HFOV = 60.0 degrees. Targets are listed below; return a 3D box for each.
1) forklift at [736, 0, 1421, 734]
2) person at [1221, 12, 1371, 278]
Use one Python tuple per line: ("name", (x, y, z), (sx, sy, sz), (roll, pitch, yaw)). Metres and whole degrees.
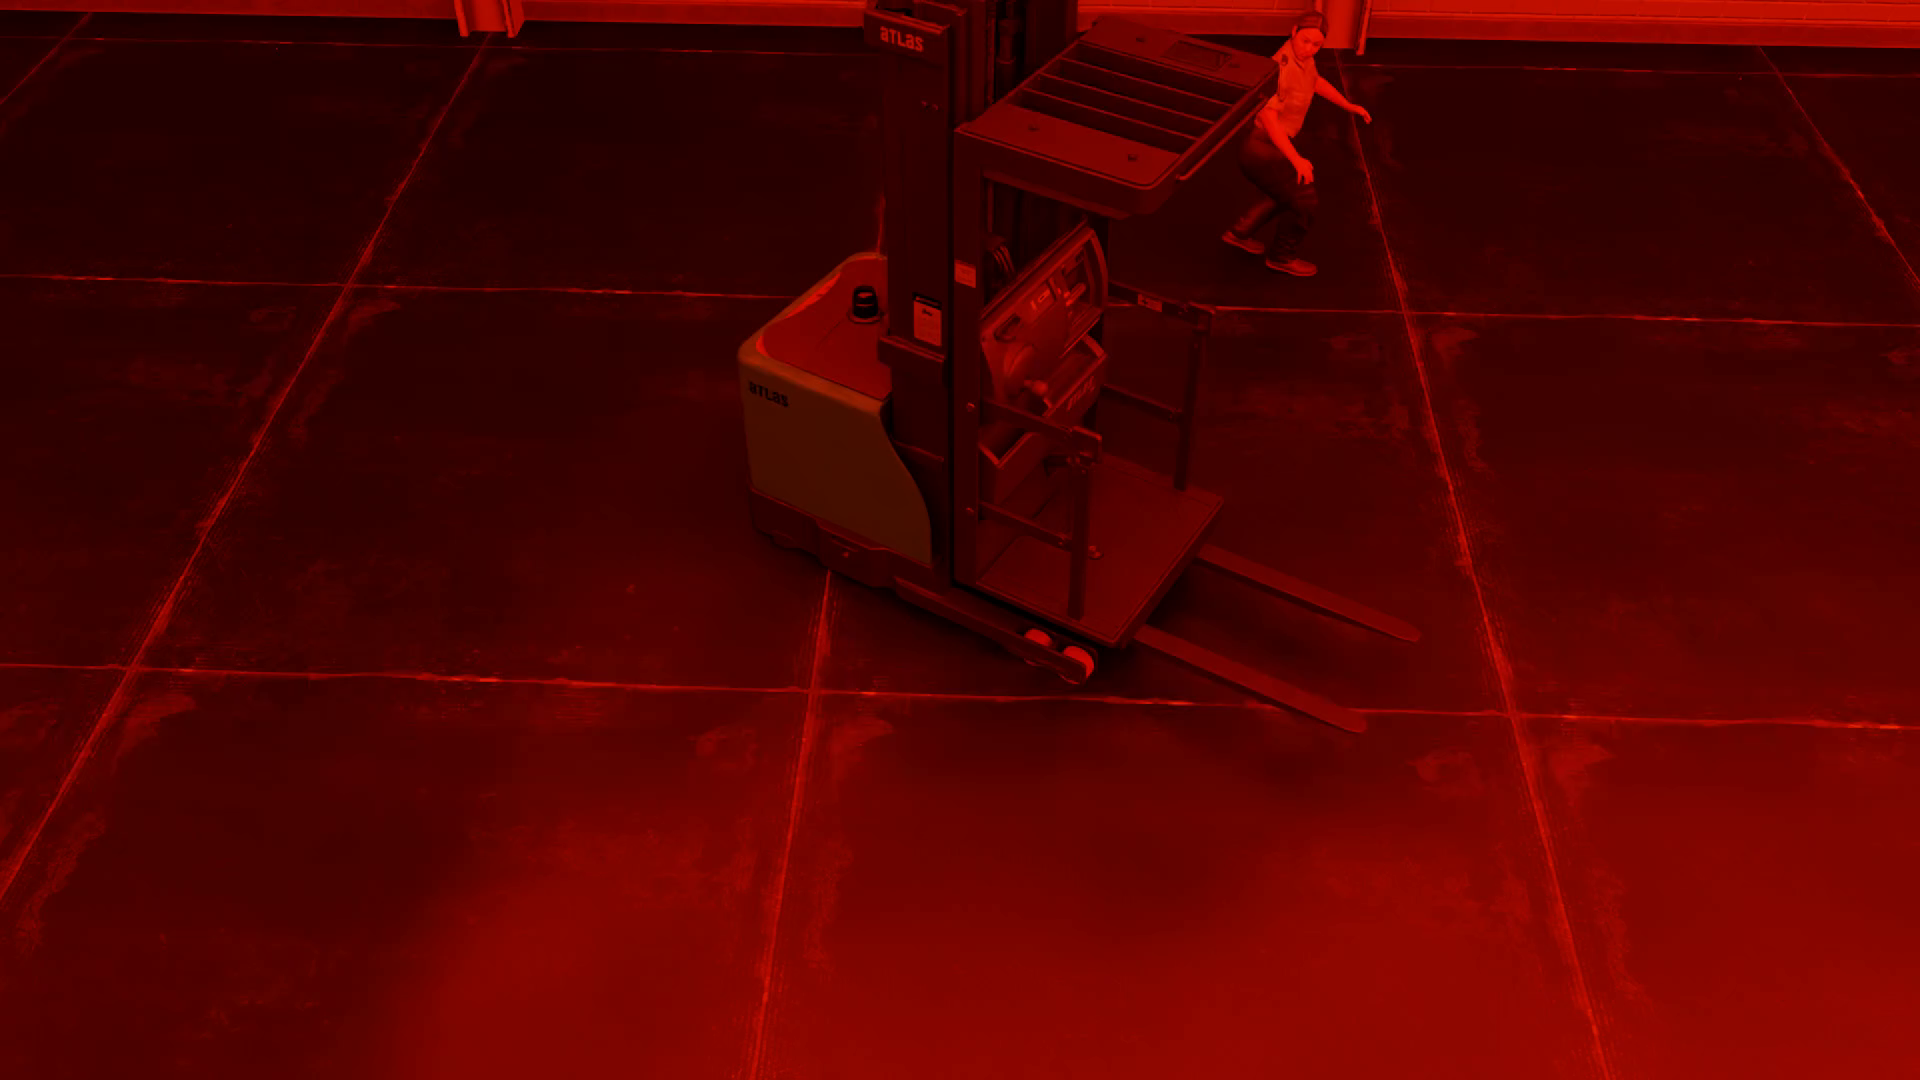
("forklift", (0.525, -0.868, 6.693), (3.031, 2.935, 1.130), (23, 47, 23))
("person", (1.864, -2.134, 9.121), (0.740, 1.530, 0.779), (6, 43, 7))
